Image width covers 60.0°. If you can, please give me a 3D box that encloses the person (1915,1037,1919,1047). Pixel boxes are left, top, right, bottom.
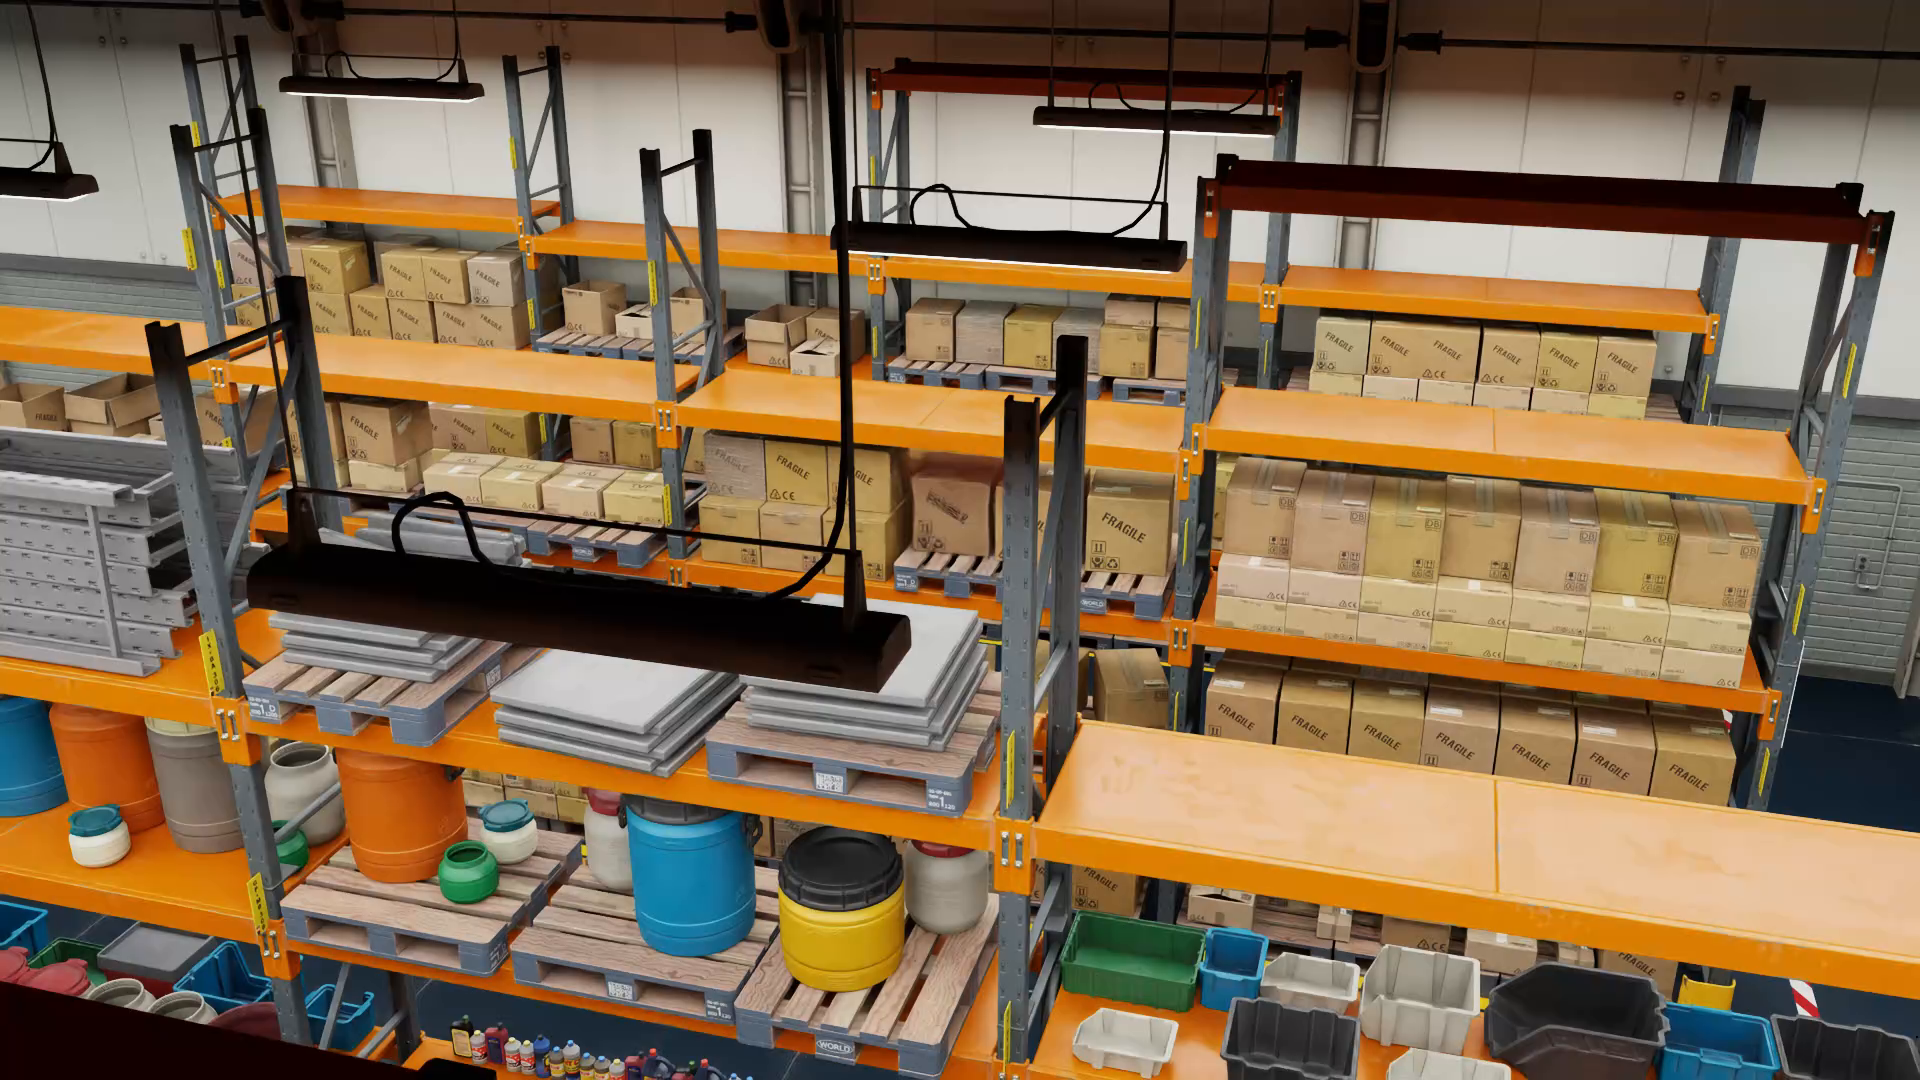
[{"bbox_3d":[6.564,3.237,10.848,1.078,1.594,0.483,-4,23,-10],"label":"person"}]
